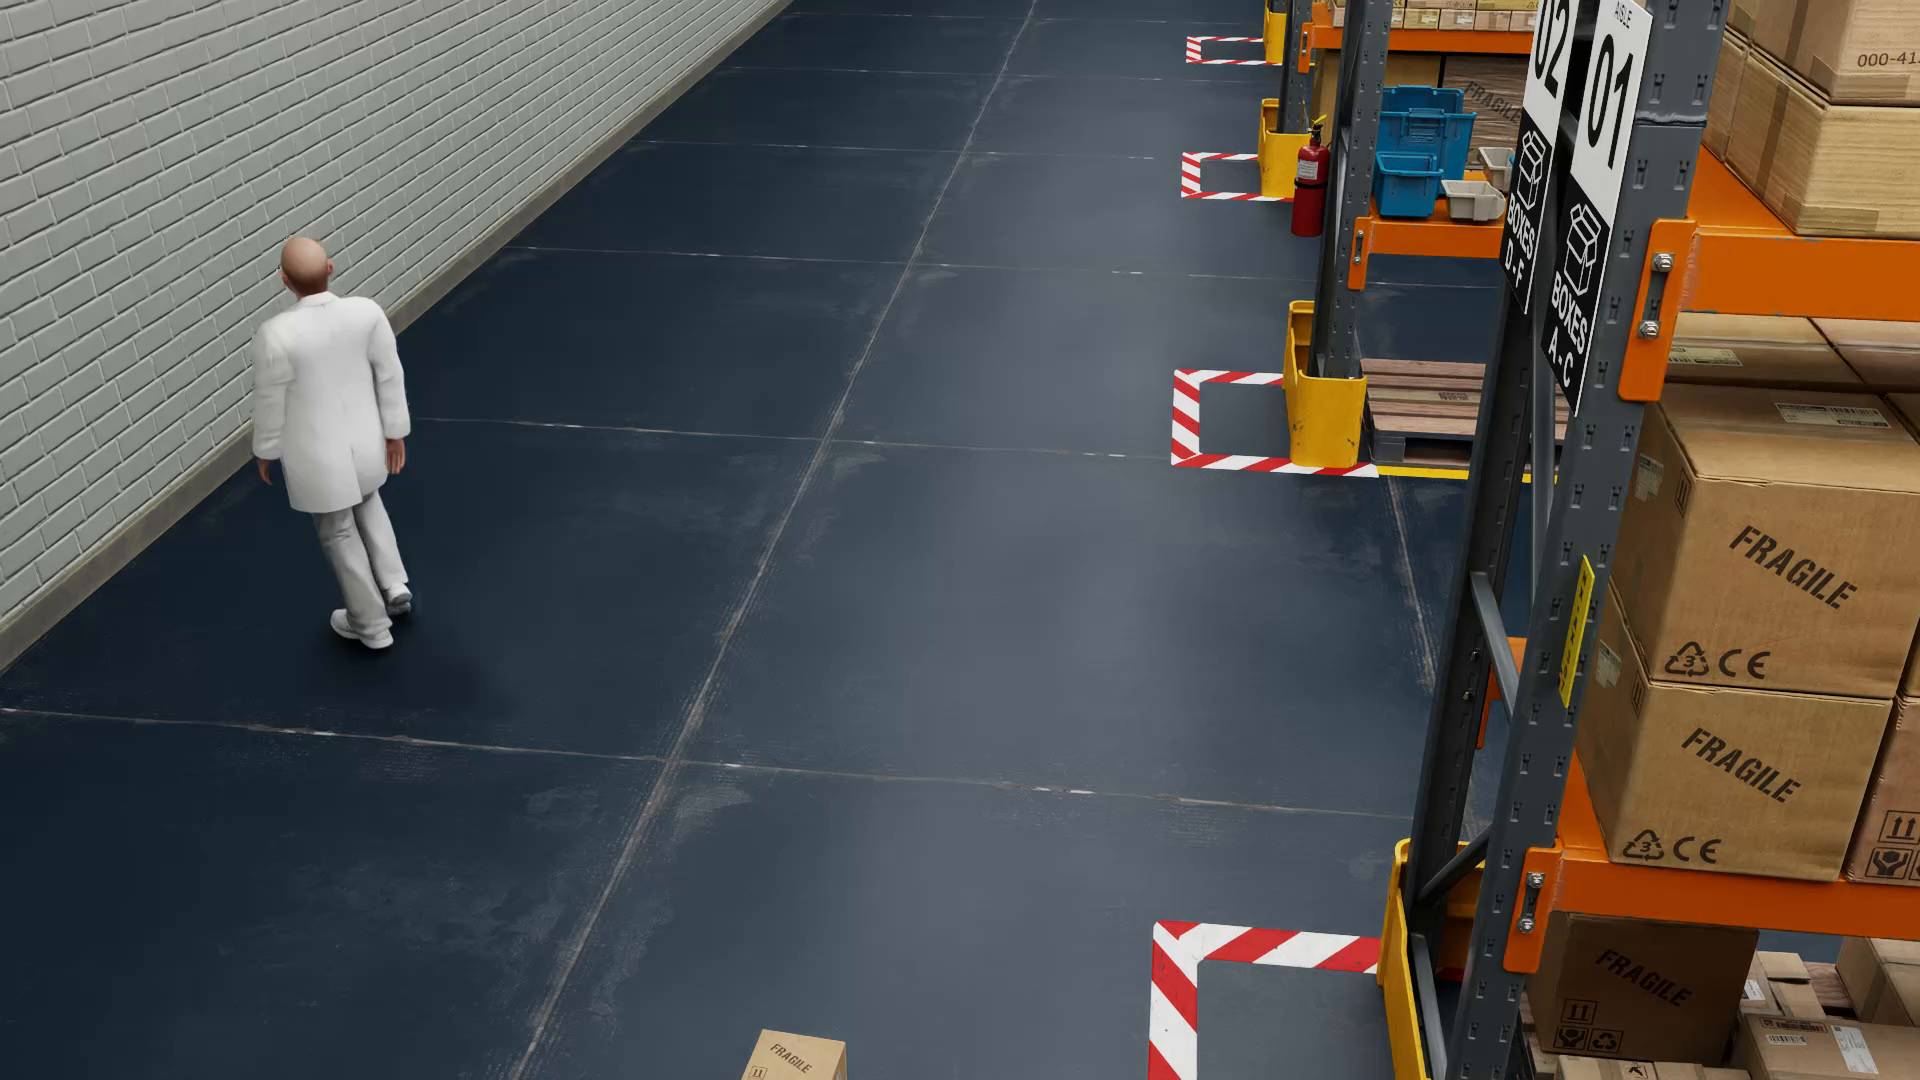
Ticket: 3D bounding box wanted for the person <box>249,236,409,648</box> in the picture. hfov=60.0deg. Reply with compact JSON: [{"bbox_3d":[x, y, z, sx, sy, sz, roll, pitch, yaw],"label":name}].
[{"bbox_3d":[-2.594,-0.374,6.853,0.500,1.840,0.588,24,36,38],"label":"person"}]
